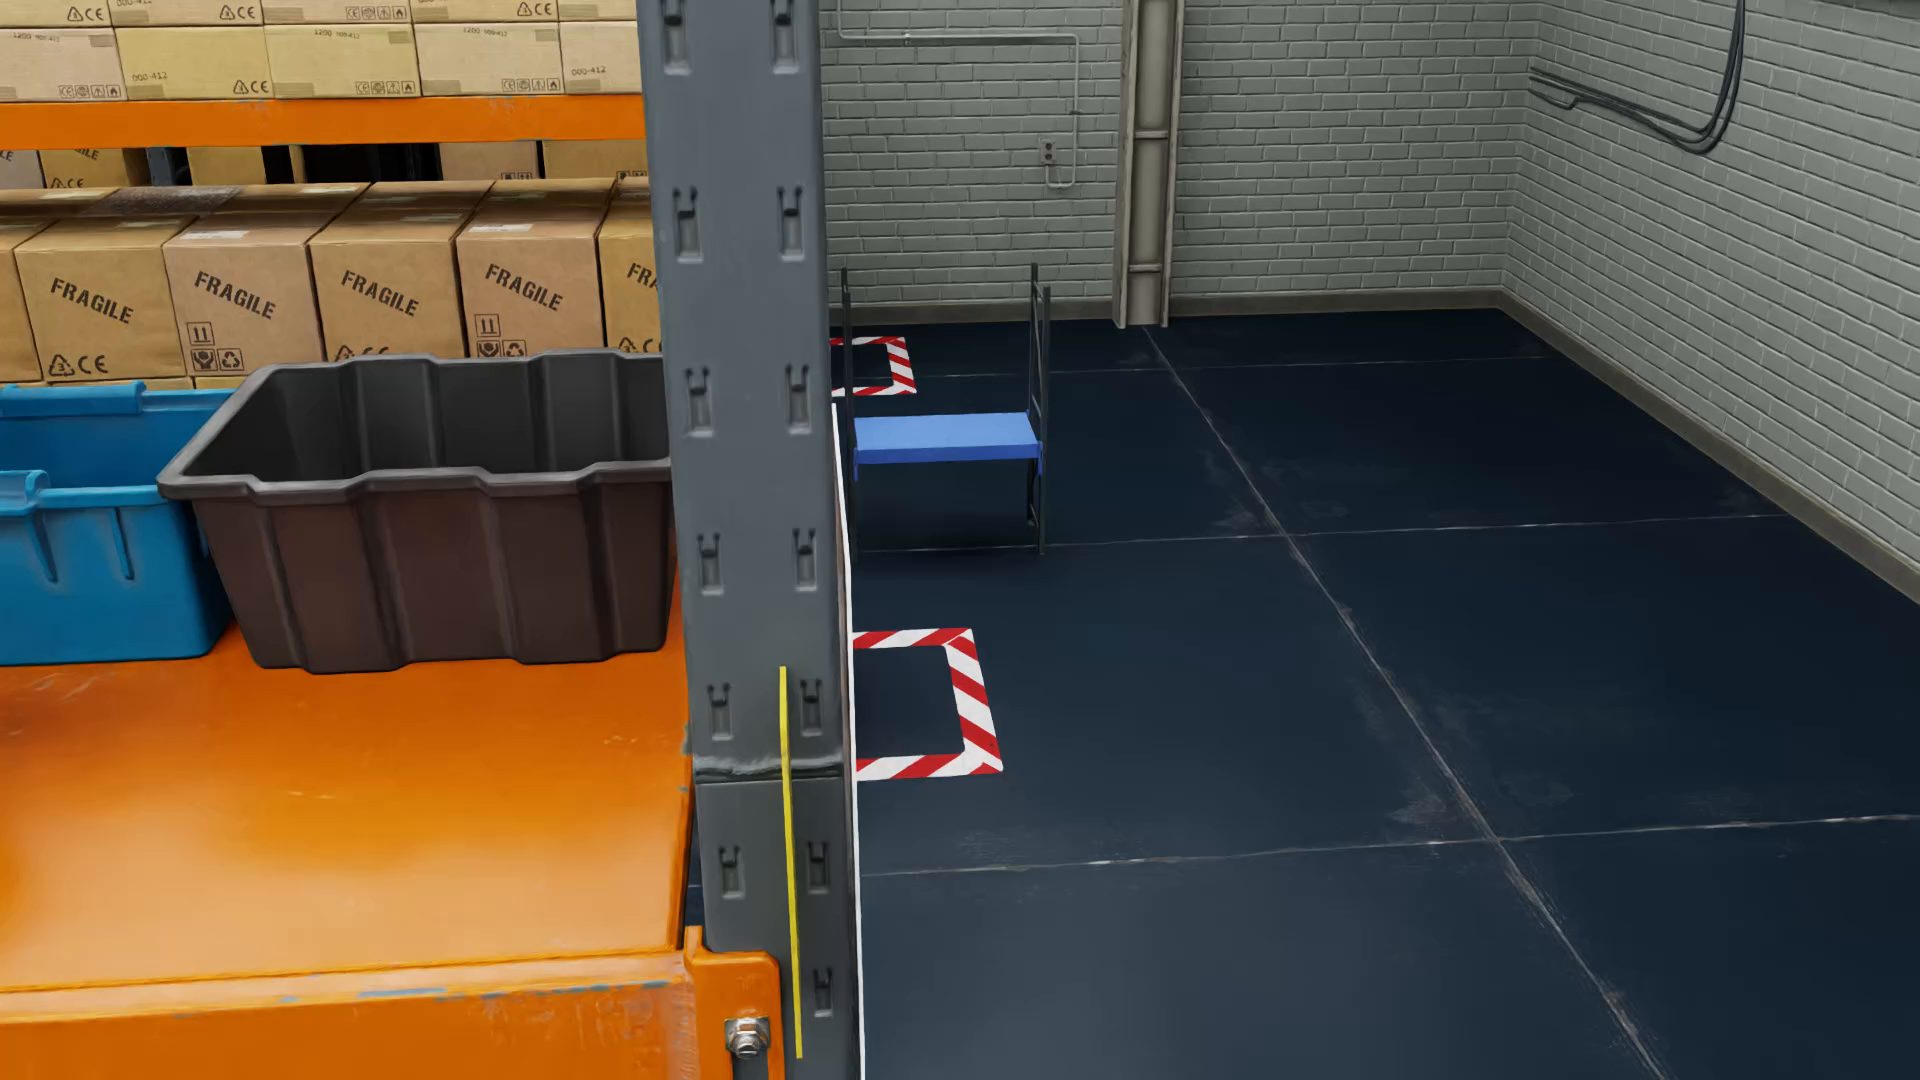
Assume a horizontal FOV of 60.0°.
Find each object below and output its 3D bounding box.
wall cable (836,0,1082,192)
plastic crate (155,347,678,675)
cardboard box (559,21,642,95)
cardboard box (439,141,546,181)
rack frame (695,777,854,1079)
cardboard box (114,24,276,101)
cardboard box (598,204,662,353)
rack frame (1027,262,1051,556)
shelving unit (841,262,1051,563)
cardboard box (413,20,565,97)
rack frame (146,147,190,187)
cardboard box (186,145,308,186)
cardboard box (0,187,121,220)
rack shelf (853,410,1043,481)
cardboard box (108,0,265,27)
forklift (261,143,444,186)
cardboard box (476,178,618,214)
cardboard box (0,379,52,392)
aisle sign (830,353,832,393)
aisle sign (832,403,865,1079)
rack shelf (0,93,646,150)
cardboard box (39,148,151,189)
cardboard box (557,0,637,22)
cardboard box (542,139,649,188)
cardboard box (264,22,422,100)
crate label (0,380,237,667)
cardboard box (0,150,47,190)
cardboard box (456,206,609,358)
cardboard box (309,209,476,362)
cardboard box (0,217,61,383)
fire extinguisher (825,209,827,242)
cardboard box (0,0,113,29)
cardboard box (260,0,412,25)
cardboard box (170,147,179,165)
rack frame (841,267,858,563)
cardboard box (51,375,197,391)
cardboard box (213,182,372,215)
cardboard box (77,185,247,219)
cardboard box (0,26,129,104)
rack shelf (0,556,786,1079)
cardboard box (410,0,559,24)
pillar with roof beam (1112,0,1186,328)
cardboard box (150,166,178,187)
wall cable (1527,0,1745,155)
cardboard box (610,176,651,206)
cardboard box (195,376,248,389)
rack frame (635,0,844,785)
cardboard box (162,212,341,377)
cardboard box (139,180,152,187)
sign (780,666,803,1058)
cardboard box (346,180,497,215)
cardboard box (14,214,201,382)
[{"bbox_3d":[-0.003,-3.530,12.248,1.851,1.984,0.084,-2,24,-5],"label":"wall cable"},{"bbox_3d":[-0.621,-0.036,2.106,0.590,0.269,0.497,-2,24,-5],"label":"plastic crate"},{"bbox_3d":[-1.179,-1.805,6.110,0.500,0.250,0.500,-2,24,-5],"label":"cardboard box"},{"bbox_3d":[-3.173,-2.685,11.228,0.700,0.700,0.980,-3,24,-8],"label":"cardboard box"},{"bbox_3d":[-0.210,1.372,2.470,0.127,3.000,1.000,-2,24,-5],"label":"rack frame"},{"bbox_3d":[-2.673,-1.751,5.988,0.500,0.250,0.500,-2,24,-5],"label":"cardboard box"},{"bbox_3d":[-1.109,-1.004,6.461,0.500,0.500,0.500,-3,24,-6],"label":"cardboard box"},{"bbox_3d":[0.421,-0.702,8.983,0.032,1.500,0.500,-2,24,-5],"label":"rack frame"},{"bbox_3d":[-0.085,-0.682,8.938,1.048,1.500,0.538,-2,24,-5],"label":"shelving unit"},{"bbox_3d":[-1.678,-1.790,6.075,0.500,0.250,0.500,-2,24,-5],"label":"cardboard box"},{"bbox_3d":[-5.165,-2.473,11.120,0.127,3.000,1.000,-2,24,-5],"label":"rack frame"},{"bbox_3d":[-4.623,-2.625,11.093,0.700,0.700,0.980,-2,24,-4],"label":"cardboard box"},{"bbox_3d":[-3.687,-1.120,6.722,0.500,0.500,0.500,-3,24,-6],"label":"cardboard box"},{"bbox_3d":[-0.085,-0.518,9.011,1.000,0.185,0.538,-2,24,-5],"label":"rack shelf"},{"bbox_3d":[-2.672,-1.976,5.879,0.500,0.250,0.500,-2,24,-5],"label":"cardboard box"},{"bbox_3d":[-3.604,-1.518,9.056,3.031,2.935,1.130,3,24,6],"label":"forklift"},{"bbox_3d":[-1.681,-1.198,6.898,0.500,0.500,0.500,-2,24,-5],"label":"cardboard box"},{"bbox_3d":[-3.631,-0.448,6.442,0.500,0.500,0.500,-2,24,-4],"label":"cardboard box"},{"bbox_3d":[-0.168,0.061,2.219,0.004,0.787,0.394,-2,24,-5],"label":"aisle sign"},{"bbox_3d":[-0.110,0.300,1.682,0.004,0.787,0.394,-2,24,-5],"label":"aisle sign"},{"bbox_3d":[-2.684,-1.592,6.332,4.000,0.370,1.077,-2,24,-5],"label":"rack shelf"},{"bbox_3d":[-5.599,-2.543,10.765,0.500,0.500,0.500,-3,24,-6],"label":"cardboard box"},{"bbox_3d":[-1.180,-2.037,6.017,0.500,0.250,0.500,-2,24,-5],"label":"cardboard box"},{"bbox_3d":[-2.414,-2.711,11.288,0.700,0.700,0.980,-2,24,-6],"label":"cardboard box"},{"bbox_3d":[-2.174,-1.765,6.018,0.500,0.250,0.500,-2,24,-5],"label":"cardboard box"},{"bbox_3d":[-1.160,-0.024,2.102,0.502,0.251,0.408,-2,24,-5],"label":"crate label"},{"bbox_3d":[-6.106,-2.519,10.710,0.500,0.500,0.500,-2,24,-5],"label":"cardboard box"},{"bbox_3d":[-1.612,-0.983,6.415,0.500,0.500,0.500,-2,24,-4],"label":"cardboard box"},{"bbox_3d":[-2.128,-0.961,6.364,0.500,0.500,0.500,-2,24,-4],"label":"cardboard box"},{"bbox_3d":[-3.664,-0.899,6.225,0.500,0.500,0.500,-3,24,-7],"label":"cardboard box"},{"bbox_3d":[-0.989,-2.246,11.165,0.183,0.674,0.296,-2,24,-5],"label":"fire extinguisher"},{"bbox_3d":[-3.170,-1.956,5.834,0.500,0.250,0.500,-2,24,-5],"label":"cardboard box"},{"bbox_3d":[-2.175,-1.999,5.930,0.500,0.250,0.500,-2,24,-5],"label":"cardboard box"},{"bbox_3d":[-5.647,-2.747,11.223,0.500,0.500,0.500,-3,24,-7],"label":"cardboard box"},{"bbox_3d":[-0.591,-0.662,8.892,0.032,1.500,0.500,-2,24,-5],"label":"rack frame"},{"bbox_3d":[-3.133,-0.467,6.485,0.500,0.500,0.500,-2,24,-5],"label":"cardboard box"},{"bbox_3d":[-2.684,-1.159,6.811,0.500,0.500,0.500,-3,24,-6],"label":"cardboard box"},{"bbox_3d":[-3.185,-1.140,6.767,0.500,0.500,0.500,-2,24,-5],"label":"cardboard box"},{"bbox_3d":[-3.170,-1.730,5.940,0.500,0.250,0.500,-2,24,-5],"label":"cardboard box"},{"bbox_3d":[-2.201,0.410,1.827,4.000,0.370,1.077,-2,24,-5],"label":"rack shelf"},{"bbox_3d":[-1.677,-2.017,5.971,0.500,0.250,0.500,-2,24,-5],"label":"cardboard box"},{"bbox_3d":[1.841,-4.091,7.375,0.400,9.000,9.100,-2,24,-5],"label":"pillar with roof beam"},{"bbox_3d":[-5.518,-2.434,11.317,0.250,0.149,0.380,-3,24,-7],"label":"cardboard box"},{"bbox_3d":[4.480,-4.036,11.074,0.112,2.526,3.097,-2,24,-5],"label":"wall cable"},{"bbox_3d":[-1.161,-1.222,6.951,0.500,0.500,0.500,-2,24,-4],"label":"cardboard box"},{"bbox_3d":[-2.627,-0.488,6.532,0.500,0.500,0.500,-3,24,-6],"label":"cardboard box"},{"bbox_3d":[-0.210,-1.369,1.252,0.127,3.000,1.000,-2,24,-5],"label":"rack frame"},{"bbox_3d":[-2.639,-0.940,6.318,0.500,0.500,0.500,-2,24,-4],"label":"cardboard box"},{"bbox_3d":[-5.473,-2.239,10.879,0.250,0.149,0.380,-2,24,-5],"label":"cardboard box"},{"bbox_3d":[-0.140,0.271,1.383,0.005,0.325,0.100,-2,24,-5],"label":"sign"},{"bbox_3d":[-2.179,-1.180,6.857,0.500,0.500,0.500,-2,24,-4],"label":"cardboard box"},{"bbox_3d":[-3.153,-0.919,6.271,0.500,0.500,0.500,-3,24,-7],"label":"cardboard box"}]
